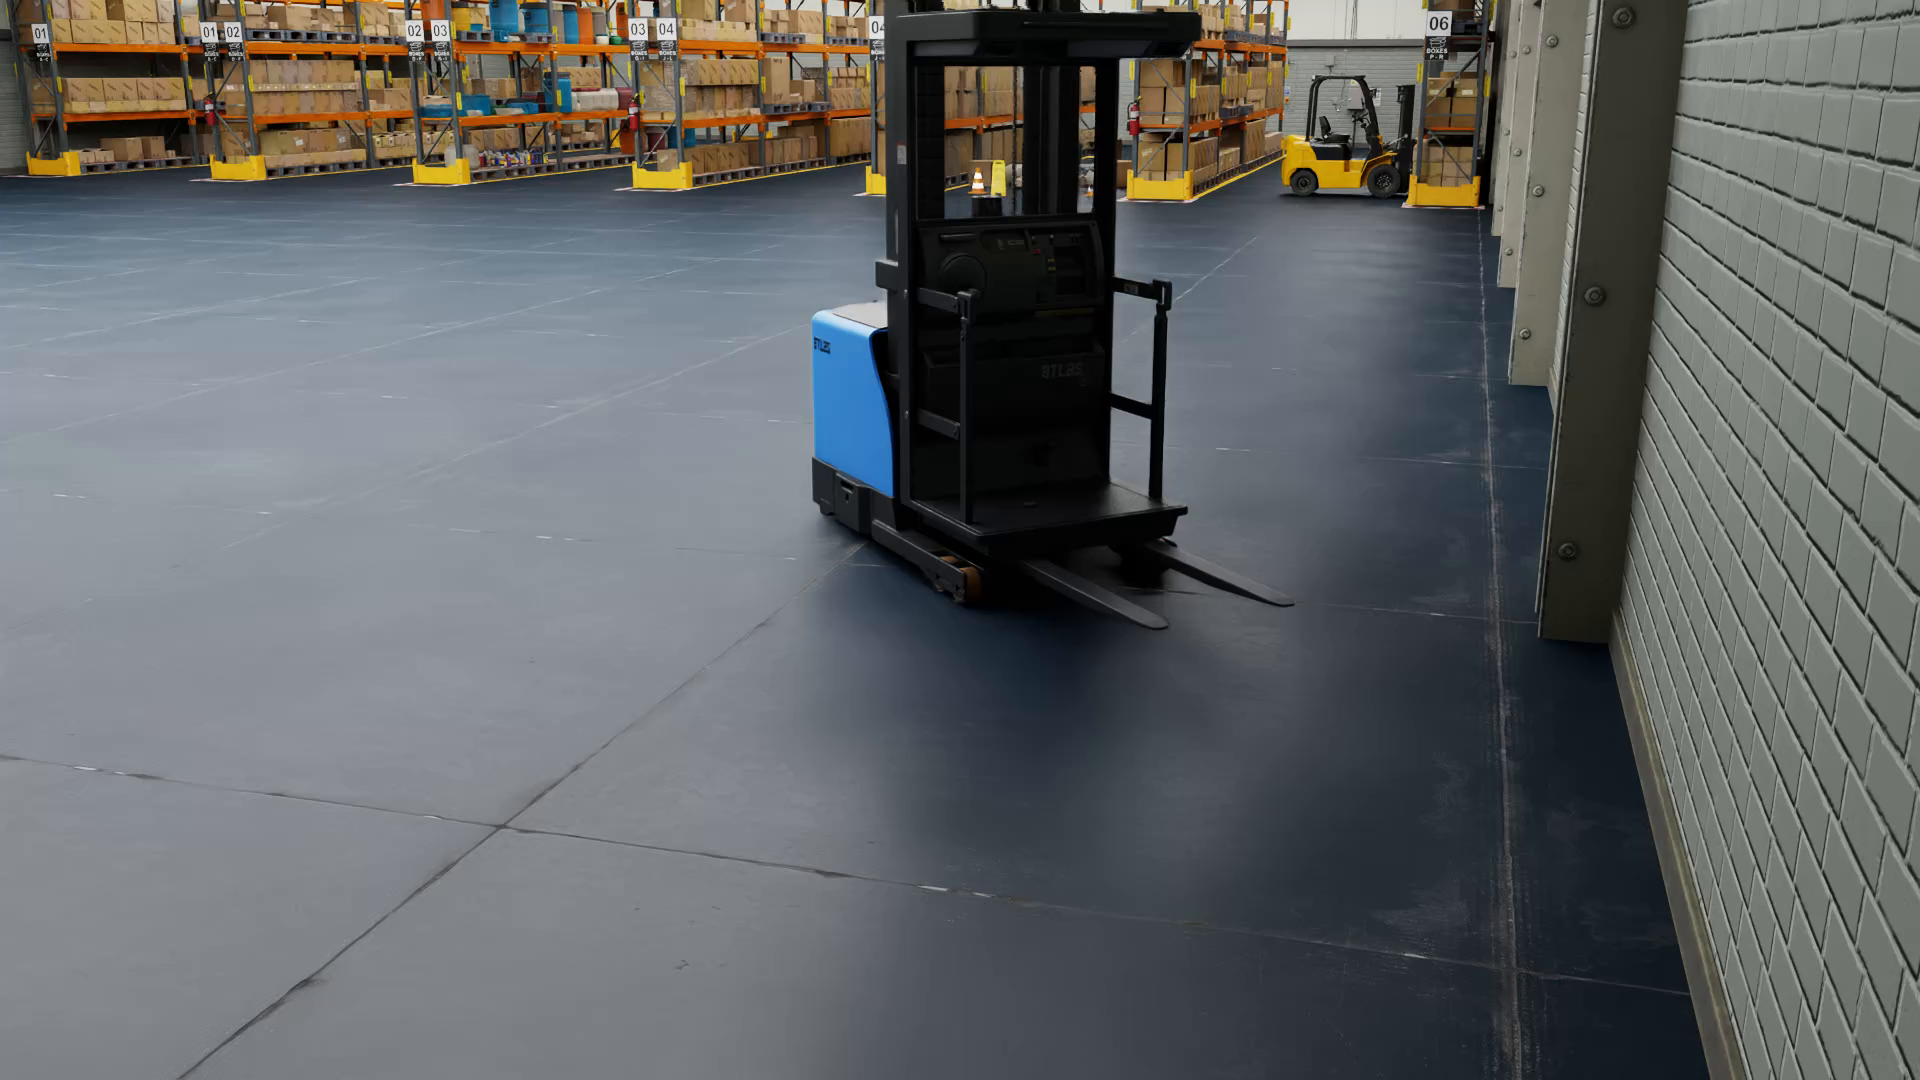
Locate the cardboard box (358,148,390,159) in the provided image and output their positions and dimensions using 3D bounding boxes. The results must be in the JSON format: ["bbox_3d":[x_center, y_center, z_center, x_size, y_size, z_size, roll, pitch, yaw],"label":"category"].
[{"bbox_3d":[-13.907,-9.178,39.459,0.500,0.250,0.500,4,16,15],"label":"cardboard box"}]

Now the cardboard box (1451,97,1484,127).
[{"bbox_3d":[8.770,-7.400,28.740,0.500,0.500,0.500,5,17,18],"label":"cardboard box"}]

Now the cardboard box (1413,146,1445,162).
[{"bbox_3d":[8.194,-6.749,29.064,0.500,0.250,0.500,5,17,18],"label":"cardboard box"}]

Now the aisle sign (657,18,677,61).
[{"bbox_3d":[-5.629,-9.608,31.941,0.394,0.787,0.004,5,16,16],"label":"aisle sign"}]

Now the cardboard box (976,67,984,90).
[{"bbox_3d":[0.100,-9.691,34.985,0.700,0.500,0.500,4,16,15],"label":"cardboard box"}]

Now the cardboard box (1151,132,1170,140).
[{"bbox_3d":[3.771,-7.646,31.494,0.380,0.149,0.250,5,17,18],"label":"cardboard box"}]

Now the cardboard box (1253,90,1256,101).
[{"bbox_3d":[6.558,-10.267,38.390,0.500,0.250,0.500,5,16,16],"label":"cardboard box"}]

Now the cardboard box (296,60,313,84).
[{"bbox_3d":[-14.807,-10.374,36.846,0.700,0.500,0.500,5,16,16],"label":"cardboard box"}]

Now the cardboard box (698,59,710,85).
[{"bbox_3d":[-5.333,-9.322,33.137,0.500,0.500,0.500,5,16,16],"label":"cardboard box"}]

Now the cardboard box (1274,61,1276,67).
[{"bbox_3d":[7.802,-12.068,42.176,0.380,0.149,0.250,5,16,16],"label":"cardboard box"}]

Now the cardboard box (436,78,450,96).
[{"bbox_3d":[-15.931,-13.554,50.068,0.980,0.700,0.700,4,16,15],"label":"cardboard box"}]

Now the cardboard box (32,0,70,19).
[{"bbox_3d":[-19.804,-11.613,36.225,0.500,0.500,0.500,3,16,12],"label":"cardboard box"}]

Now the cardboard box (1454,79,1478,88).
[{"bbox_3d":[8.663,-7.819,28.481,0.380,0.149,0.250,4,16,15],"label":"cardboard box"}]

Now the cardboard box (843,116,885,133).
[{"bbox_3d":[-2.651,-10.547,43.141,1.225,0.875,0.875,5,16,16],"label":"cardboard box"}]

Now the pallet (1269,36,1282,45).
[{"bbox_3d":[7.604,-12.699,42.271,1.003,0.211,1.213,5,16,16],"label":"pallet"}]

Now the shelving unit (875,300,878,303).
[{"bbox_3d":[-0.359,-0.781,9.152,0.215,1.050,0.252,-1,15,-4],"label":"shelving unit"}]

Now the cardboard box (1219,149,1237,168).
[{"bbox_3d":[5.504,-8.318,36.205,0.950,0.372,0.625,4,16,15],"label":"cardboard box"}]

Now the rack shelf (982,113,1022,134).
[{"bbox_3d":[0.533,-9.209,36.619,1.077,0.370,4.000,5,16,16],"label":"rack shelf"}]

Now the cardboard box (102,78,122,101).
[{"bbox_3d":[-19.420,-10.212,37.700,0.500,0.500,0.500,4,16,14],"label":"cardboard box"}]

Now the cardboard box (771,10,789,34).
[{"bbox_3d":[-4.267,-11.500,36.920,0.797,0.503,0.637,5,17,18],"label":"cardboard box"}]

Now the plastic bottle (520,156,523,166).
[{"bbox_3d":[-9.621,-8.292,36.388,0.097,0.201,0.097,0,16,0],"label":"plastic bottle"}]

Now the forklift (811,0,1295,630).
[{"bbox_3d":[0.344,-1.266,7.422,1.130,2.935,3.031,-8,18,-26],"label":"forklift"}]

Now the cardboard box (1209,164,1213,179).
[{"bbox_3d":[4.687,-7.238,32.621,0.500,0.250,0.500,4,16,14],"label":"cardboard box"}]

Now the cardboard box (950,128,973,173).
[{"bbox_3d":[-0.281,-8.053,34.347,0.875,0.875,0.875,5,17,17],"label":"cardboard box"}]

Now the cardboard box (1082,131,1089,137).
[{"bbox_3d":[3.232,-10.854,44.463,0.380,0.149,0.250,5,17,18],"label":"cardboard box"}]

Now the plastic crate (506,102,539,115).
[{"bbox_3d":[-9.565,-9.445,36.404,0.499,0.251,0.616,5,16,16],"label":"plastic crate"}]

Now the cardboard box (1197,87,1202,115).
[{"bbox_3d":[4.147,-8.057,30.511,0.500,0.500,0.500,5,17,18],"label":"cardboard box"}]

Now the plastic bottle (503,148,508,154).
[{"bbox_3d":[-10.138,-8.585,37.149,0.144,0.351,0.185,5,17,17],"label":"plastic bottle"}]

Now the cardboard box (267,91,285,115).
[{"bbox_3d":[-15.106,-9.473,36.046,0.700,0.500,0.500,5,17,17],"label":"cardboard box"}]

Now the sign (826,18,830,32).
[{"bbox_3d":[-3.106,-12.139,39.184,0.100,0.325,0.005,5,16,16],"label":"sign"}]

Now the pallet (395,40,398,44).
[{"bbox_3d":[-16.494,-14.302,47.921,1.003,0.211,1.213,5,16,16],"label":"pallet"}]

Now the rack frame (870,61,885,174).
[{"bbox_3d":[-1.172,-7.985,30.986,1.000,3.000,0.127,5,16,16],"label":"rack frame"}]

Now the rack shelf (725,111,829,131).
[{"bbox_3d":[-4.194,-9.620,38.068,1.077,0.370,4.000,5,16,16],"label":"rack shelf"}]

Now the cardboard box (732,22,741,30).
[{"bbox_3d":[-4.783,-10.689,34.565,0.380,0.149,0.250,4,16,14],"label":"cardboard box"}]

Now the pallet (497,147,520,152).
[{"bbox_3d":[-12.525,-10.428,44.707,1.003,0.211,1.213,5,16,16],"label":"pallet"}]

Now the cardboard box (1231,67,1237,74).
[{"bbox_3d":[5.681,-9.976,35.319,0.380,0.149,0.250,4,16,13],"label":"cardboard box"}]

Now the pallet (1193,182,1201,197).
[{"bbox_3d":[3.889,-6.516,30.916,1.003,0.211,1.213,5,16,16],"label":"pallet"}]

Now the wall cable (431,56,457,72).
[{"bbox_3d":[-16.142,-14.632,52.557,0.084,1.984,1.851,5,16,16],"label":"wall cable"}]

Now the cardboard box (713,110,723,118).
[{"bbox_3d":[-5.070,-8.717,34.024,0.380,0.149,0.250,5,16,16],"label":"cardboard box"}]

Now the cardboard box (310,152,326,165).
[{"bbox_3d":[-14.602,-8.560,37.282,0.500,0.250,0.500,5,16,16],"label":"cardboard box"}]

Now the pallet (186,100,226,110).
[{"bbox_3d":[-18.653,-10.692,40.879,1.003,0.211,1.213,5,16,16],"label":"pallet"}]

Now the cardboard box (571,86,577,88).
[{"bbox_3d":[-11.293,-12.730,47.532,0.500,0.500,0.500,5,16,16],"label":"cardboard box"}]

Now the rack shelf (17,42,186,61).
[{"bbox_3d":[-19.578,-11.169,38.032,1.077,0.370,4.000,5,16,16],"label":"rack shelf"}]

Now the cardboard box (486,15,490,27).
[{"bbox_3d":[-12.576,-13.571,44.046,0.600,0.600,0.600,4,16,14],"label":"cardboard box"}]

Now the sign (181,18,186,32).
[{"bbox_3d":[-18.487,-12.247,39.566,0.100,0.325,0.005,5,16,16],"label":"sign"}]

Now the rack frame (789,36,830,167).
[{"bbox_3d":[-3.625,-10.490,39.814,1.000,3.000,0.127,5,16,16],"label":"rack frame"}]

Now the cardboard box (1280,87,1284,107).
[{"bbox_3d":[8.266,-11.715,43.953,0.500,0.500,0.500,5,17,16],"label":"cardboard box"}]

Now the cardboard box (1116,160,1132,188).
[{"bbox_3d":[3.130,-7.298,33.140,0.500,0.500,0.500,-10,19,-32],"label":"cardboard box"}]

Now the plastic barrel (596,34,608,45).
[{"bbox_3d":[-8.512,-11.899,39.541,0.301,0.262,0.301,0,16,0],"label":"plastic barrel"}]

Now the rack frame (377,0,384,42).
[{"bbox_3d":[-16.736,-15.575,46.748,1.000,3.000,0.127,5,16,16],"label":"rack frame"}]

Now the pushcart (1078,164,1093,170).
[{"bbox_3d":[2.539,-7.577,34.351,1.648,0.377,0.936,-1,16,-3],"label":"pushcart"}]

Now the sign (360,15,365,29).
[{"bbox_3d":[-13.726,-11.899,38.196,0.100,0.325,0.005,5,16,16],"label":"sign"}]

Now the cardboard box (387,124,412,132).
[{"bbox_3d":[-16.425,-11.876,48.512,0.700,0.500,0.500,5,17,17],"label":"cardboard box"}]
